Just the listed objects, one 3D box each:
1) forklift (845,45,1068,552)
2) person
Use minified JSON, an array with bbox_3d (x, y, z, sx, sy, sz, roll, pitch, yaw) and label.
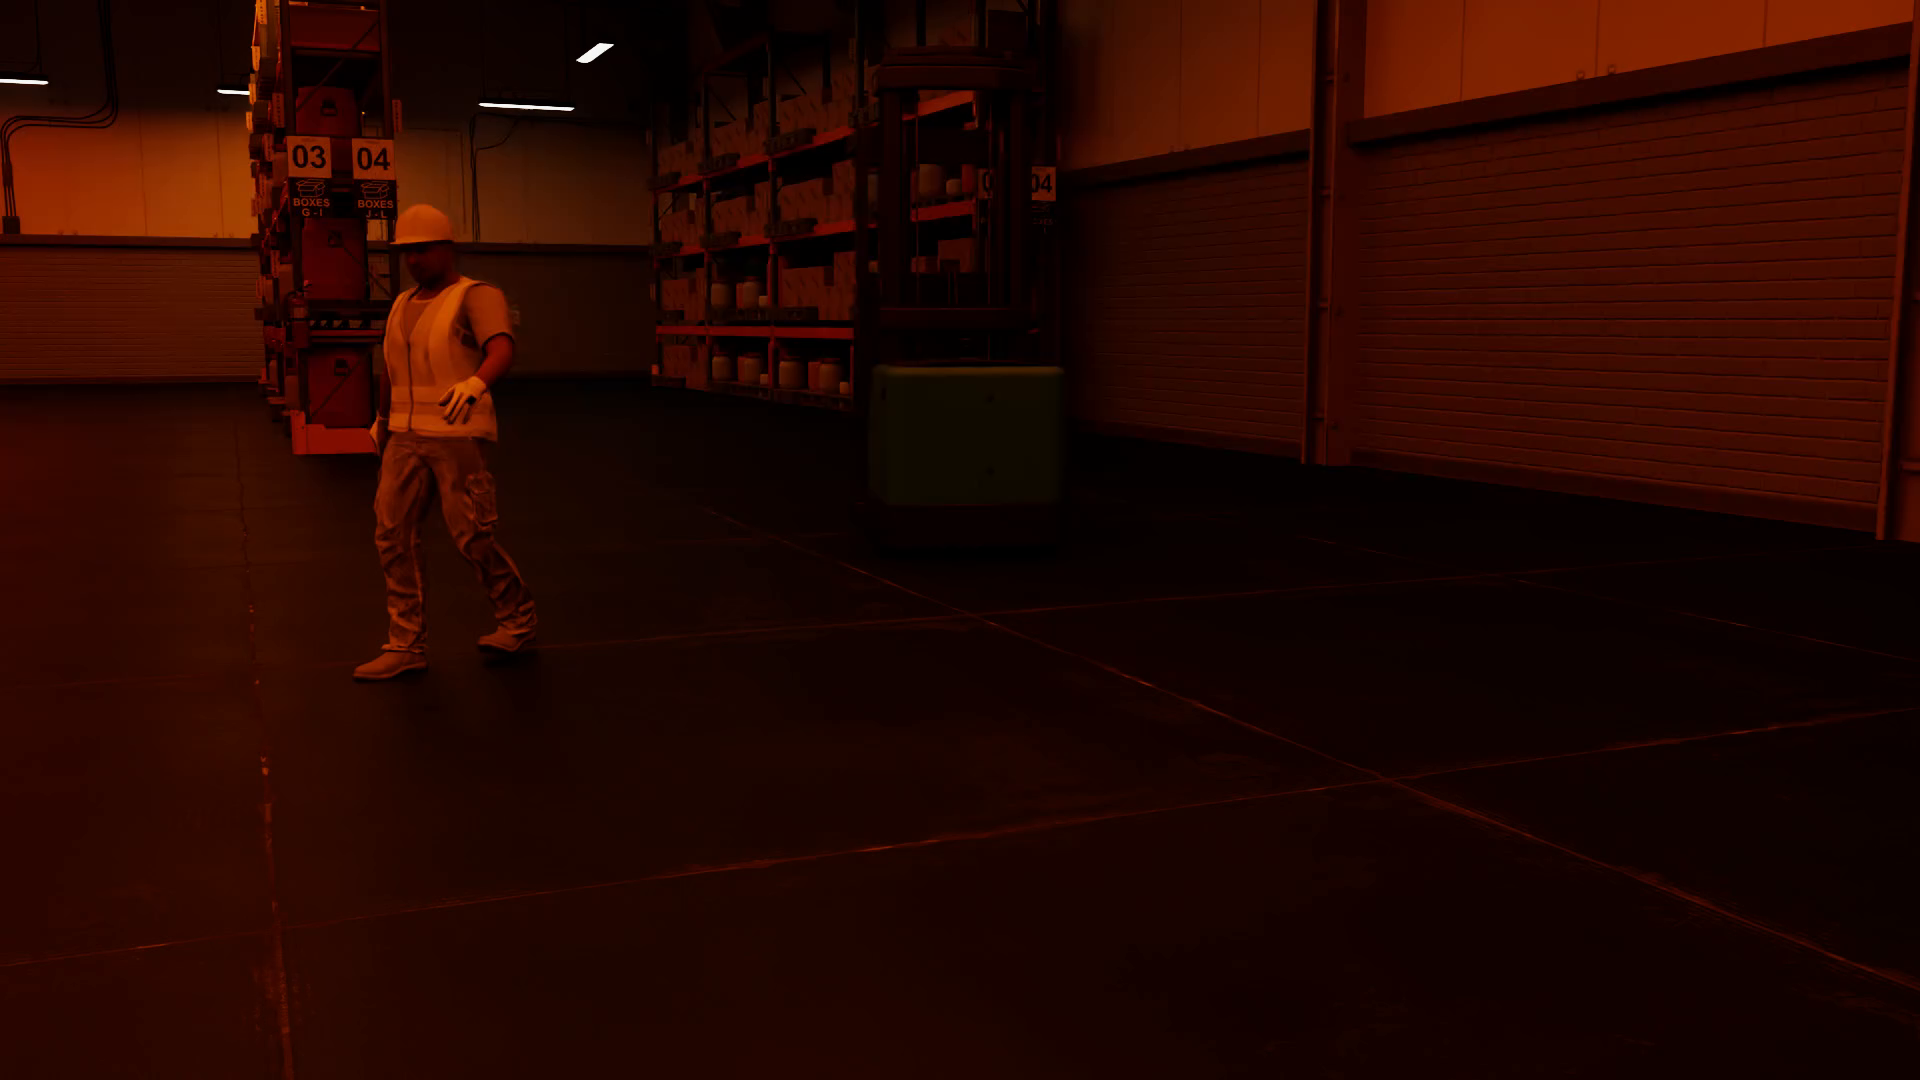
[{"bbox_3d":[-0.143,-1.539,10.615,1.130,2.935,3.031,-1,8,-10],"label":"forklift"},{"bbox_3d":[-2.008,-0.379,6.314,0.991,1.758,0.759,4,9,28],"label":"person"}]
